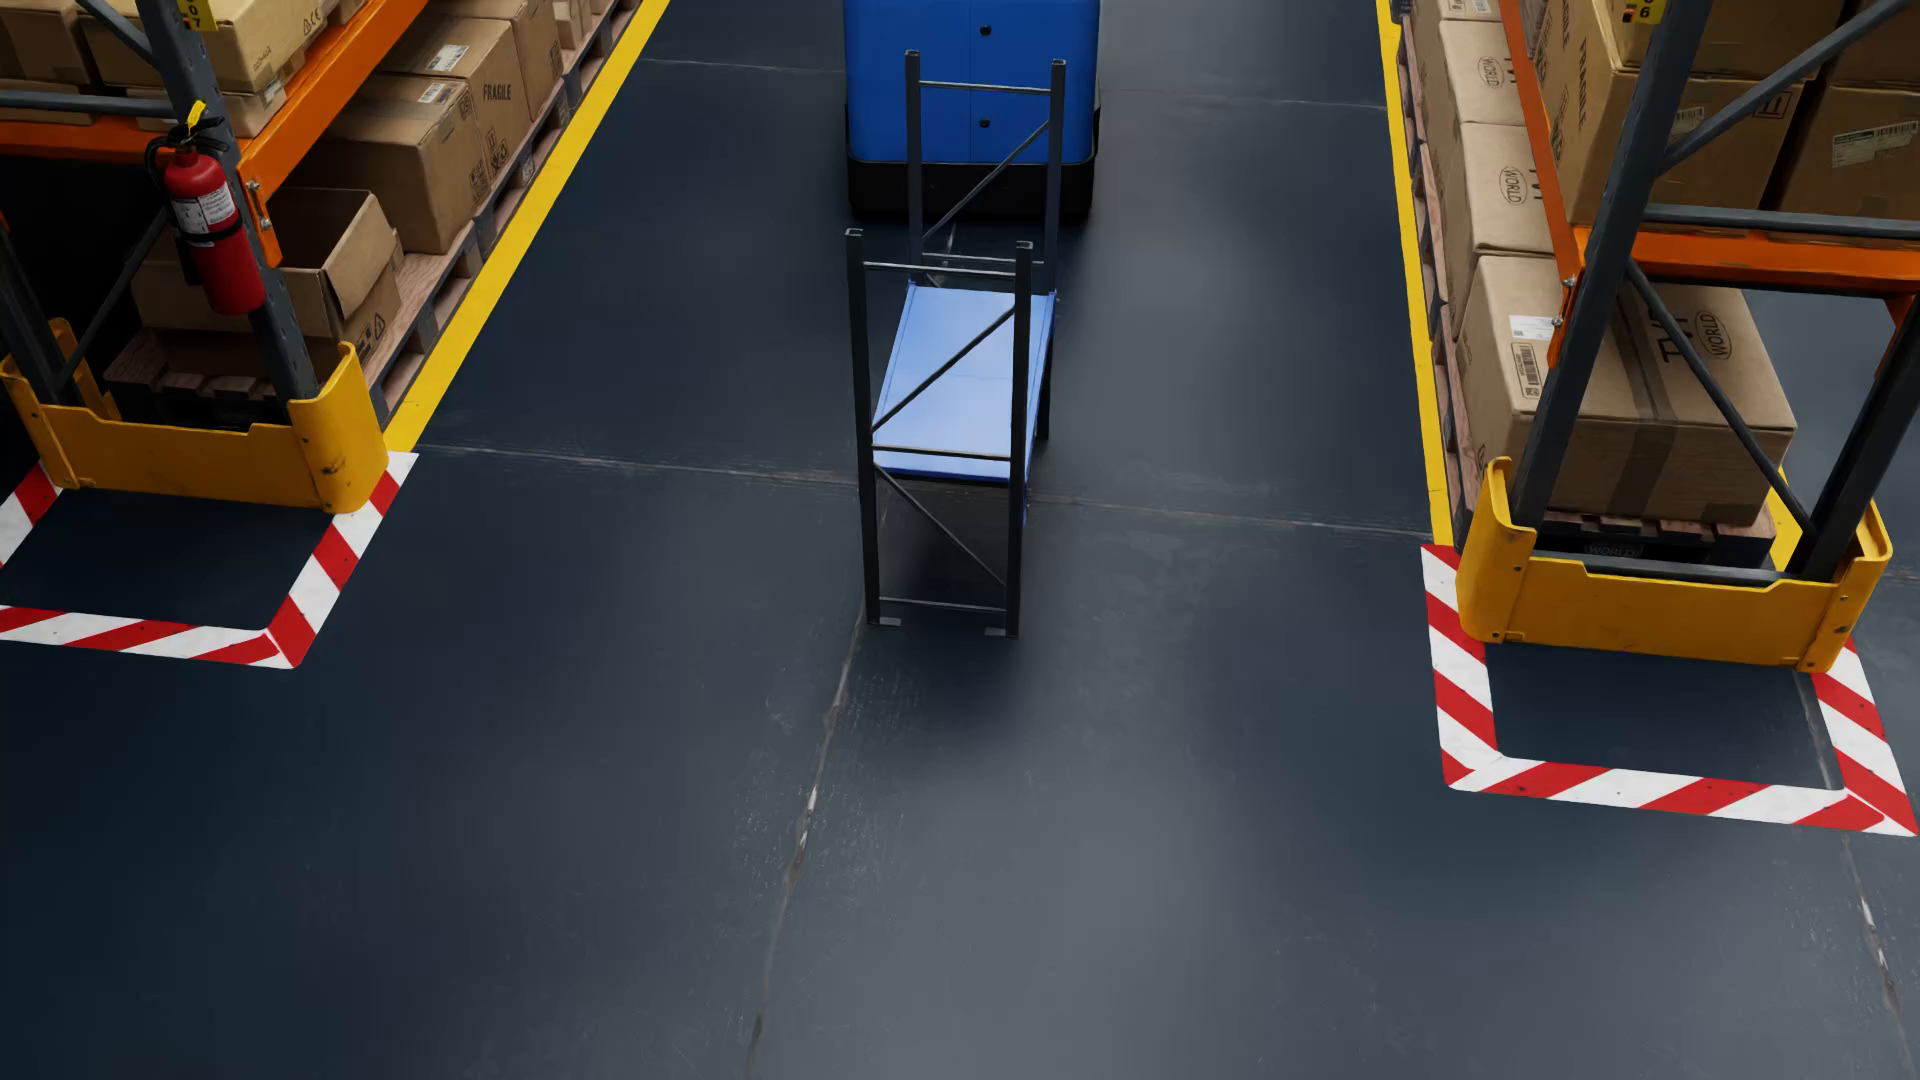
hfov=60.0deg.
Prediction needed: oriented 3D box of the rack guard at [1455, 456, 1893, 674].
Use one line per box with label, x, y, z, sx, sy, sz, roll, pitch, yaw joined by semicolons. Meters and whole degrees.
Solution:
rack guard;2.236;0.079;5.302;1.175;0.500;0.348;5;44;6

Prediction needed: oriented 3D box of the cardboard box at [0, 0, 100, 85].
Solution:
cardboard box;-2.883;-1.684;5.240;0.500;0.250;0.500;6;44;7

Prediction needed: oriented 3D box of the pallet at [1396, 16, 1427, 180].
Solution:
pallet;2.590;-2.047;7.758;1.003;0.211;1.213;5;44;6

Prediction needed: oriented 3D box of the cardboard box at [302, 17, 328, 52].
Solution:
cardboard box;-2.377;-1.761;5.611;0.380;0.149;0.250;5;44;5

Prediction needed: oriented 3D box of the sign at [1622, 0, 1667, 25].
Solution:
sign;1.704;-1.410;4.043;0.100;0.325;0.005;5;44;6

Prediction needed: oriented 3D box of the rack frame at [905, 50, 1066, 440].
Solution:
rack frame;0.078;-0.949;5.662;0.500;1.500;0.032;5;44;6

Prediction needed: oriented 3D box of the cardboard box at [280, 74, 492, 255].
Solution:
cardboard box;-2.355;-1.525;6.692;0.700;0.500;0.500;7;44;7

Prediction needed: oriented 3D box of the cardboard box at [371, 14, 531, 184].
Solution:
cardboard box;-2.186;-1.876;7.063;0.500;0.500;0.500;6;44;6

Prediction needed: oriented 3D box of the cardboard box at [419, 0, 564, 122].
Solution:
cardboard box;-2.217;-2.233;7.439;0.700;0.500;0.500;4;44;4

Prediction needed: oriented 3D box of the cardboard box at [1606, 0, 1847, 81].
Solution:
cardboard box;2.067;-1.594;4.452;0.500;0.500;0.500;7;44;7

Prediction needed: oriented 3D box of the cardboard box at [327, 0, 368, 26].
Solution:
cardboard box;-2.283;-1.928;5.787;0.380;0.149;0.250;7;44;7

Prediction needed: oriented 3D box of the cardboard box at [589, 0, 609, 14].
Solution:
cardboard box;-1.935;-2.730;8.220;0.380;0.149;0.250;4;44;4

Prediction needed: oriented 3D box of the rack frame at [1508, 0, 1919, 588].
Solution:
rack frame;2.240;-0.845;4.460;1.000;3.000;0.127;5;44;6

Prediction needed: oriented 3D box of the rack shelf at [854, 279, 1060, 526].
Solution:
rack shelf;0.011;-0.472;5.419;0.538;0.185;1.000;5;44;6

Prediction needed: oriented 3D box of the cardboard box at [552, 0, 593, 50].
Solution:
cardboard box;-1.982;-2.529;7.923;0.396;0.266;0.258;7;44;7

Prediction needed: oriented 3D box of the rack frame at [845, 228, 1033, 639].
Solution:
rack frame;-0.056;-0.256;4.930;0.500;1.500;0.032;5;44;6

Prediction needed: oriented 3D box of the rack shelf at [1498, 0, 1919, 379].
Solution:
rack shelf;2.504;-1.946;6.147;1.077;0.370;4.000;5;44;6

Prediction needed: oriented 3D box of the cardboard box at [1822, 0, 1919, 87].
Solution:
cardboard box;2.585;-1.545;4.400;0.500;0.500;0.500;4;44;5

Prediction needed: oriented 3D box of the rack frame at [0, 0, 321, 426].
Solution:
rack frame;-2.681;-1.293;4.934;1.000;3.000;0.127;5;44;6

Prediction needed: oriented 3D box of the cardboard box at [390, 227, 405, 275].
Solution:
cardboard box;-2.411;-1.105;6.503;0.380;0.149;0.250;4;44;4

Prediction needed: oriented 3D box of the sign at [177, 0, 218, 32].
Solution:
sign;-2.143;-1.558;4.584;0.100;0.325;0.005;5;44;6

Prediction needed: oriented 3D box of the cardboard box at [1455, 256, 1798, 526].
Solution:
cardboard box;2.228;-0.526;5.681;0.875;0.438;0.875;4;44;4

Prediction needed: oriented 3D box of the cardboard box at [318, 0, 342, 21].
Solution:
cardboard box;-2.287;-1.975;5.547;0.500;0.250;0.500;6;44;6

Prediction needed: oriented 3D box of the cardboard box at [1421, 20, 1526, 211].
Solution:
cardboard box;2.461;-1.764;6.990;0.875;0.438;0.875;4;44;4

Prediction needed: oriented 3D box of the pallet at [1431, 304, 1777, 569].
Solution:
pallet;2.268;-0.384;6.002;1.003;0.211;1.213;5;44;6

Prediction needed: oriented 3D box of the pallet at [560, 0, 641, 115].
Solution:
pallet;-2.244;-2.539;8.278;1.003;0.211;1.213;5;44;6

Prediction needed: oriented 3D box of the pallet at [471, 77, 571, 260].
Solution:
pallet;-2.403;-1.705;7.397;1.003;0.211;1.213;5;44;6

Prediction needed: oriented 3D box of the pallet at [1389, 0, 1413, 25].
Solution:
pallet;2.796;-3.091;8.861;1.003;0.211;1.213;5;44;6

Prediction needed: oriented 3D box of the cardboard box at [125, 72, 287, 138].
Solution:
cardboard box;-2.366;-1.401;5.231;0.380;0.149;0.250;5;44;5

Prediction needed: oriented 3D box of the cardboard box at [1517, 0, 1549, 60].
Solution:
cardboard box;2.181;-1.926;5.529;0.500;0.500;0.500;6;44;7

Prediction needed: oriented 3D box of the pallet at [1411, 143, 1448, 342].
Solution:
pallet;2.432;-1.213;6.878;1.003;0.211;1.213;5;44;6

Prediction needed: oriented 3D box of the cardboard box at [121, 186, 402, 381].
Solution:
cardboard box;-2.506;-0.947;6.079;0.797;0.503;0.637;4;44;4

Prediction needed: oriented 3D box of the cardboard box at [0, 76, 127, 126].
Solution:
cardboard box;-2.903;-1.452;5.285;0.380;0.149;0.250;5;44;5

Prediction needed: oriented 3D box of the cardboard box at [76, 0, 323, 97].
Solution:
cardboard box;-2.354;-1.631;5.184;0.500;0.250;0.500;5;44;6

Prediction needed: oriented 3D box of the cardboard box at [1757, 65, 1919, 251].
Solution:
cardboard box;2.588;-1.182;4.744;0.500;0.500;0.500;5;44;5

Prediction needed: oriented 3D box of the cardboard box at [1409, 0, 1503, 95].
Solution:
cardboard box;2.579;-2.375;7.634;0.875;0.438;0.875;5;44;5

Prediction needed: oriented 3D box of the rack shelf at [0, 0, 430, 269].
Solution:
rack shelf;-2.417;-2.395;6.621;1.077;0.370;4.000;5;44;6

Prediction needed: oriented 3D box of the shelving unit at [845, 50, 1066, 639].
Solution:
shelving unit;0.011;-0.603;5.296;0.538;1.500;1.048;5;44;6

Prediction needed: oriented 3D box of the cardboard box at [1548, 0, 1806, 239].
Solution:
cardboard box;2.041;-1.234;4.799;0.500;0.500;0.500;5;44;6

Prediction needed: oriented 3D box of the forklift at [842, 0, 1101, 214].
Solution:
forklift;0.076;-3.453;7.265;1.130;2.935;3.031;1;43;1

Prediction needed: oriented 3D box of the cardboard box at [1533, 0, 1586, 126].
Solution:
cardboard box;2.122;-1.574;5.158;0.500;0.500;0.500;4;44;5

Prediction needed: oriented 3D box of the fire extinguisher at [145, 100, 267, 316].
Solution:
fire extinguisher;-2.242;-0.987;4.939;0.296;0.674;0.183;5;44;6

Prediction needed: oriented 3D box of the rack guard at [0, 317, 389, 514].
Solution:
rack guard;-2.671;-0.437;5.848;1.175;0.500;0.348;5;44;6

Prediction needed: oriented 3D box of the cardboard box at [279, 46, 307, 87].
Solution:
cardboard box;-2.378;-1.579;5.418;0.380;0.149;0.250;6;44;7

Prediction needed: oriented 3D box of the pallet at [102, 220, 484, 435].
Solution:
pallet;-2.566;-0.876;6.522;1.003;0.211;1.213;5;44;6

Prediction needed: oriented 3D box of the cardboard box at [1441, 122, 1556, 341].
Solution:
cardboard box;2.340;-1.150;6.341;0.875;0.438;0.875;6;44;7
